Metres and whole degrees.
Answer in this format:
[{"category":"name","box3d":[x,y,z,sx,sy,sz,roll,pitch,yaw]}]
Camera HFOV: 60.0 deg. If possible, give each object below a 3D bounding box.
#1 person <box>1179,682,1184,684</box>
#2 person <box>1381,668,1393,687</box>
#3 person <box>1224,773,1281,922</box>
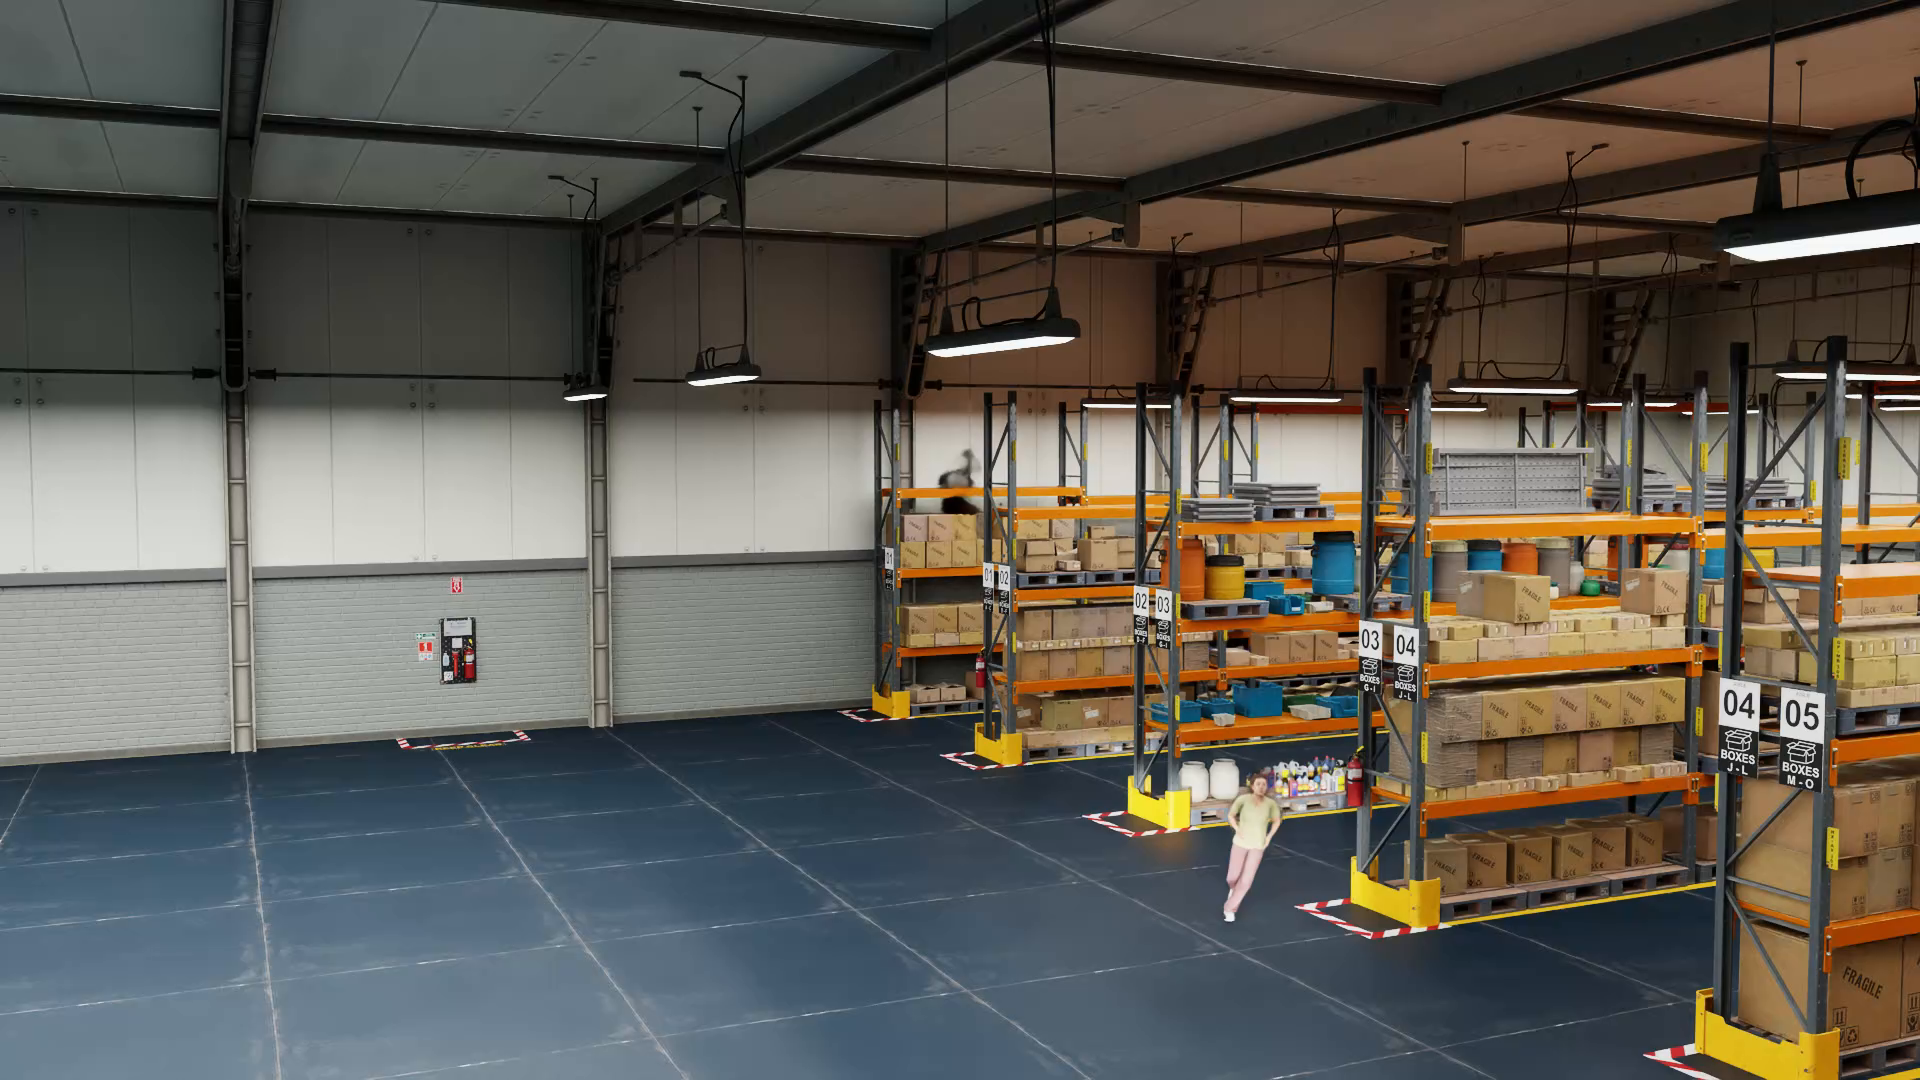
[{"category":"person","box3d":[3.890,2.583,30.327,0.605,1.641,0.560,-2,4,-27]},{"category":"person","box3d":[8.624,2.355,33.559,0.880,1.674,0.614,-2,4,-34]},{"category":"person","box3d":[3.197,3.313,18.161,0.599,1.596,0.711,1,3,12]}]
